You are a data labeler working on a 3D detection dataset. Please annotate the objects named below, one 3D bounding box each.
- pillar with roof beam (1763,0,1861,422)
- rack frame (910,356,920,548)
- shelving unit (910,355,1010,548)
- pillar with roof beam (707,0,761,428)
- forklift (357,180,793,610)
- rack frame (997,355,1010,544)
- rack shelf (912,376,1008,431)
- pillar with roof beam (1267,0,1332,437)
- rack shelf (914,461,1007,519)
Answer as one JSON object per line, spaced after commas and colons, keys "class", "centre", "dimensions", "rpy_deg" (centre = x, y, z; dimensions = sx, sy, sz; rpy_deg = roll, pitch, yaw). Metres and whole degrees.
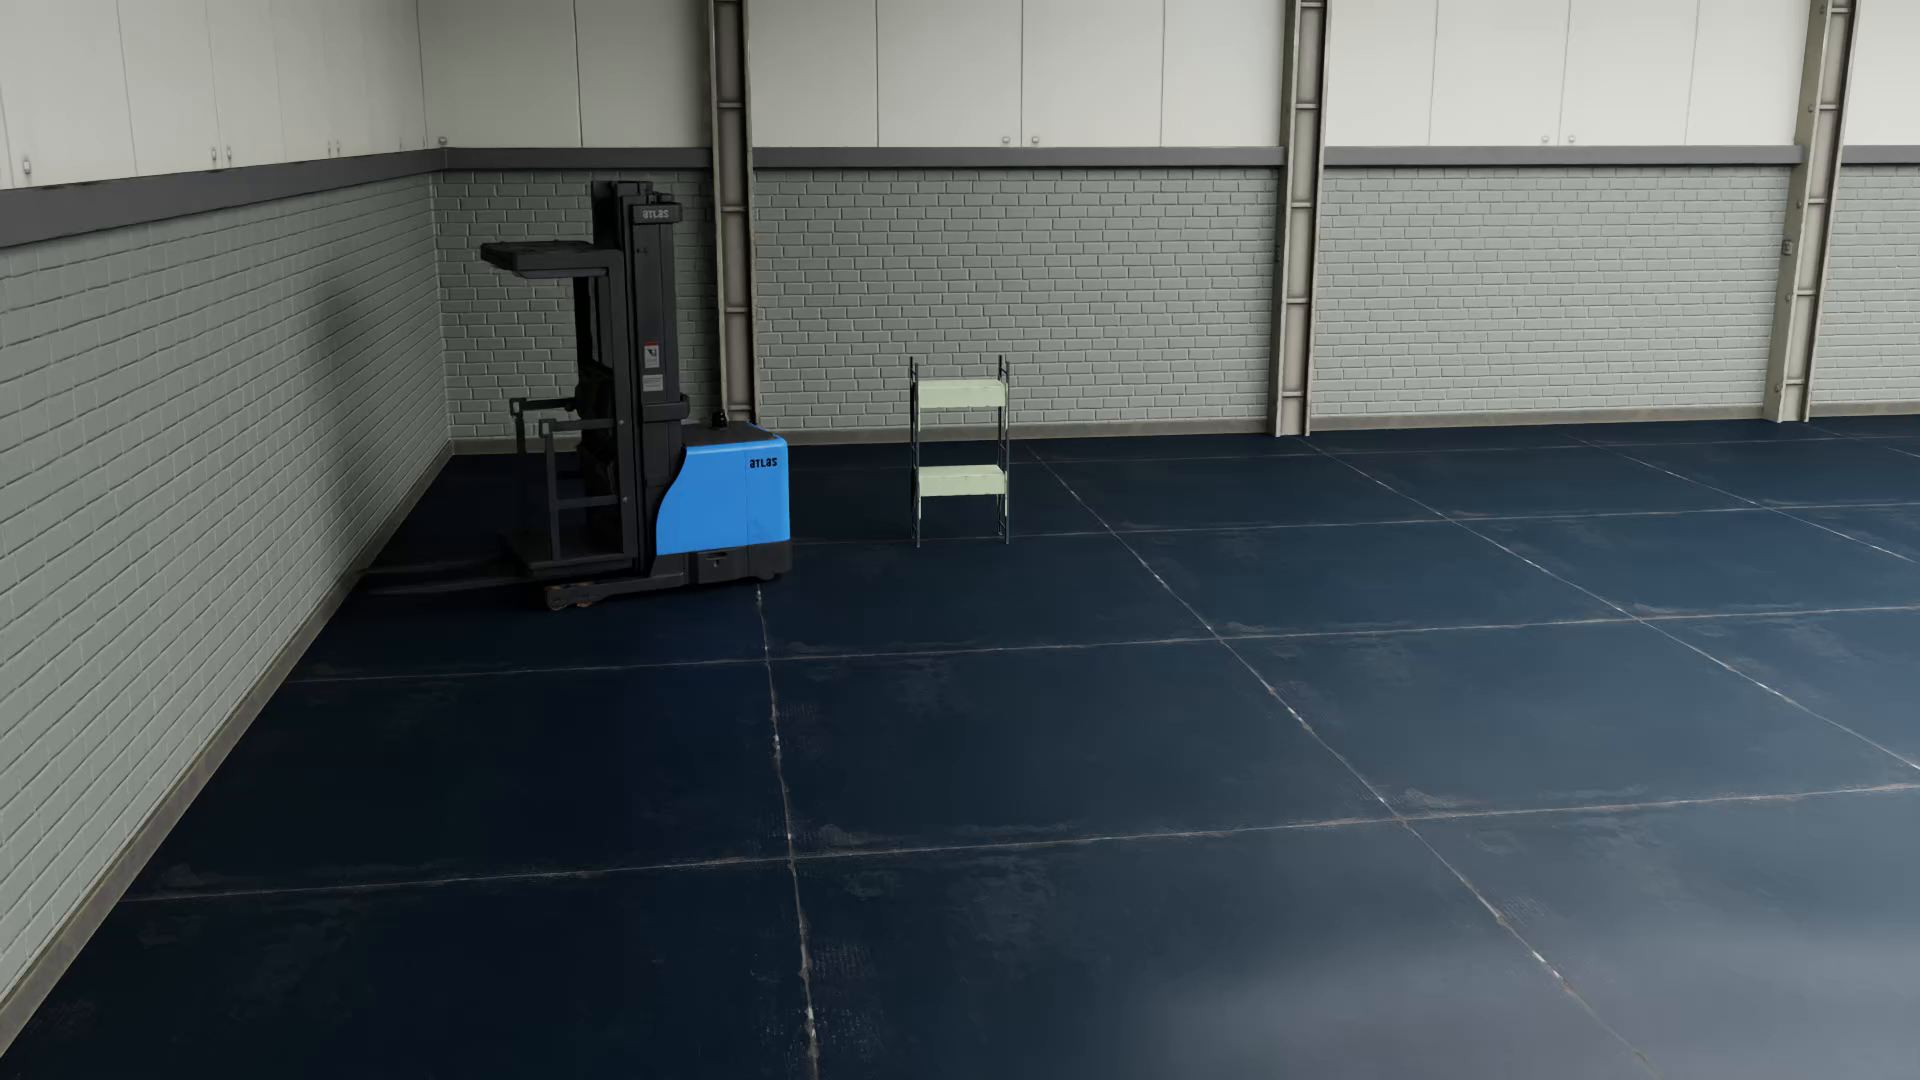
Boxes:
{"class": "pillar with roof beam", "centre": [10.206, -4.724, 14.060], "dimensions": [0.400, 9.000, 9.100], "rpy_deg": [-2, 14, -8]}
{"class": "rack frame", "centre": [-0.369, -0.714, 13.486], "dimensions": [0.023, 1.500, 0.400], "rpy_deg": [-2, 14, -8]}
{"class": "shelving unit", "centre": [-0.007, -0.727, 13.538], "dimensions": [0.755, 1.500, 0.431], "rpy_deg": [-2, 14, -8]}
{"class": "pillar with roof beam", "centre": [-1.661, -4.289, 12.326], "dimensions": [0.400, 9.000, 9.100], "rpy_deg": [-2, 14, -8]}
{"class": "forklift", "centre": [-2.819, -1.072, 11.972], "dimensions": [3.031, 2.935, 1.130], "rpy_deg": [-7, 16, -25]}
{"class": "rack frame", "centre": [0.355, -0.740, 13.591], "dimensions": [0.023, 1.500, 0.400], "rpy_deg": [-2, 14, -8]}
{"class": "rack shelf", "centre": [-0.007, -1.106, 13.443], "dimensions": [0.720, 0.370, 0.431], "rpy_deg": [-2, 14, -8]}
{"class": "pillar with roof beam", "centre": [4.273, -4.507, 13.193], "dimensions": [0.400, 9.000, 9.100], "rpy_deg": [-2, 14, -8]}
{"class": "rack shelf", "centre": [-0.007, -0.411, 13.618], "dimensions": [0.720, 0.370, 0.431], "rpy_deg": [-2, 14, -8]}
